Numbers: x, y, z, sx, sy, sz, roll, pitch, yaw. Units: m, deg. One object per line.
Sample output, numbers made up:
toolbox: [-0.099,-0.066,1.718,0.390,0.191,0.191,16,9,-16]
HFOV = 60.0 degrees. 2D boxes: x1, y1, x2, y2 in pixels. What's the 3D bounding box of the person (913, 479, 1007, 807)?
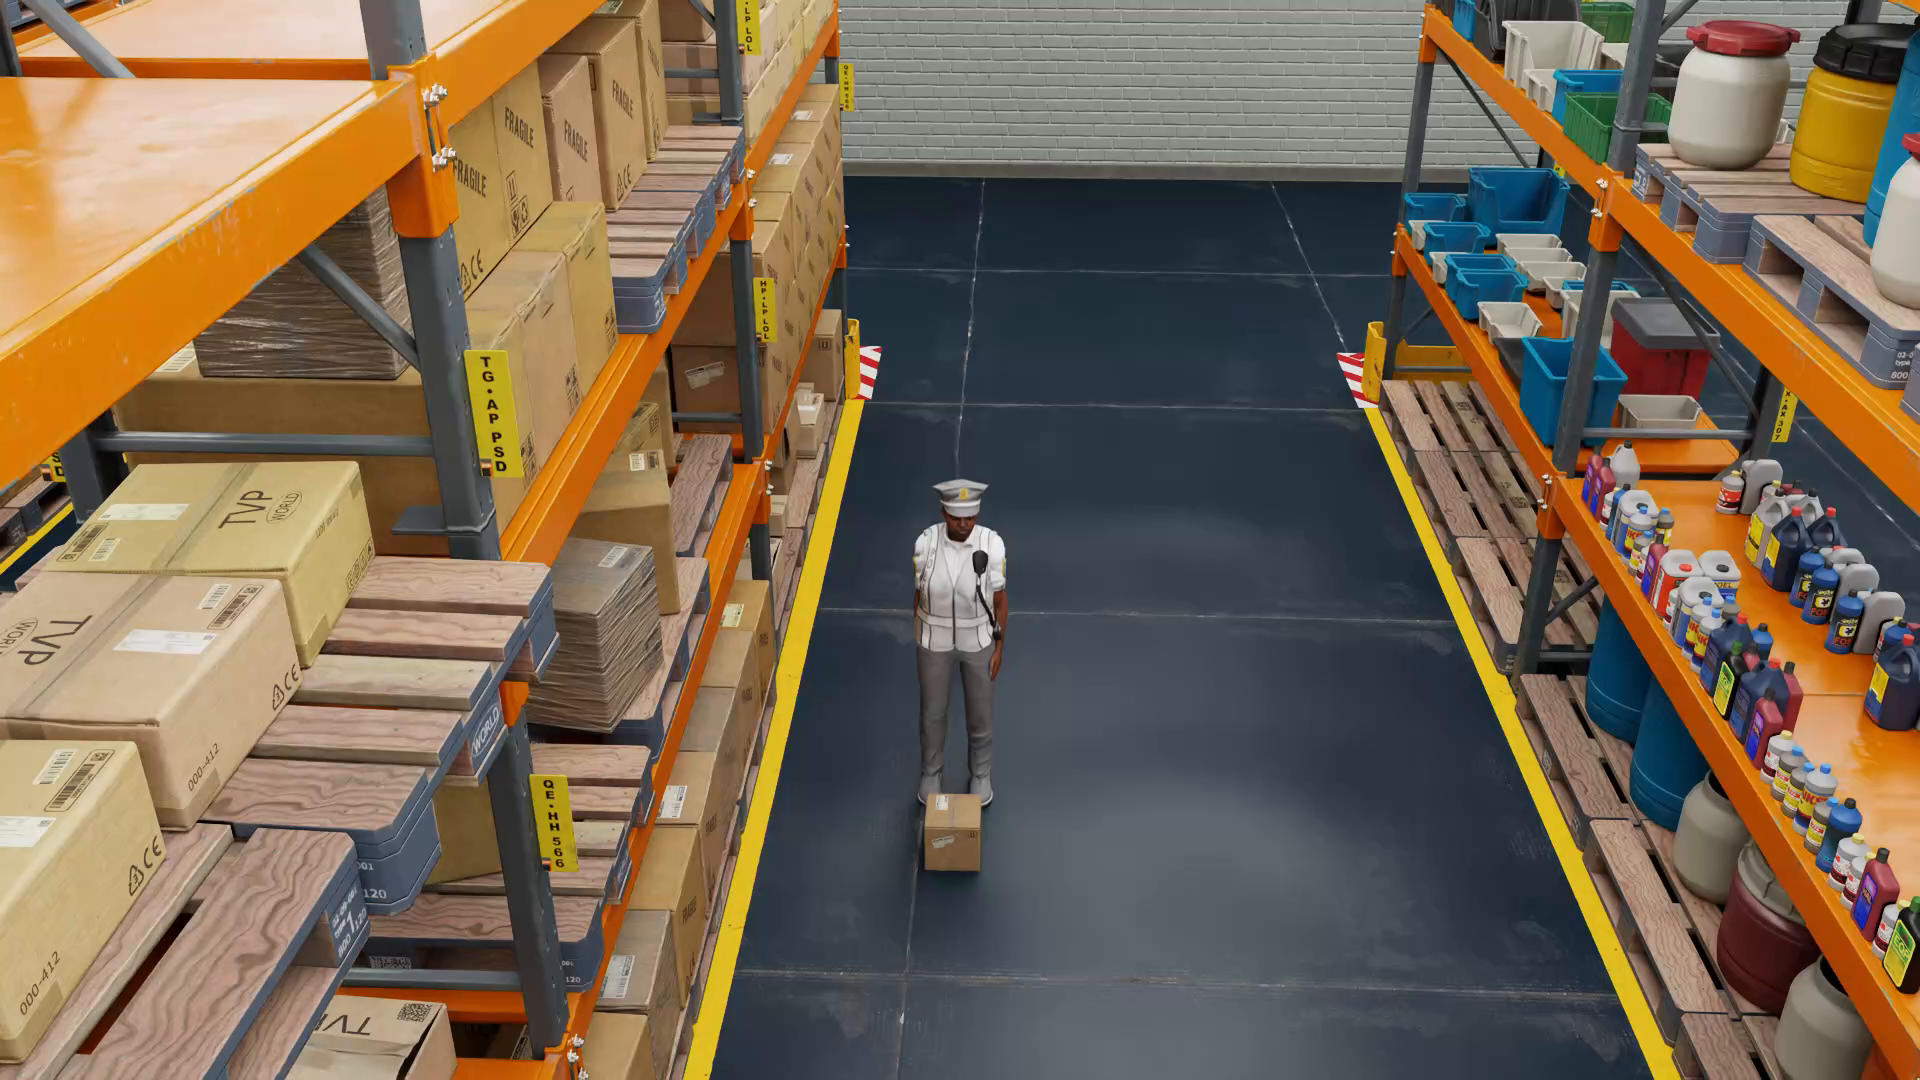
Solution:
person: [-0.001,0.482,7.704,0.435,1.686,0.340,2,28,3]
